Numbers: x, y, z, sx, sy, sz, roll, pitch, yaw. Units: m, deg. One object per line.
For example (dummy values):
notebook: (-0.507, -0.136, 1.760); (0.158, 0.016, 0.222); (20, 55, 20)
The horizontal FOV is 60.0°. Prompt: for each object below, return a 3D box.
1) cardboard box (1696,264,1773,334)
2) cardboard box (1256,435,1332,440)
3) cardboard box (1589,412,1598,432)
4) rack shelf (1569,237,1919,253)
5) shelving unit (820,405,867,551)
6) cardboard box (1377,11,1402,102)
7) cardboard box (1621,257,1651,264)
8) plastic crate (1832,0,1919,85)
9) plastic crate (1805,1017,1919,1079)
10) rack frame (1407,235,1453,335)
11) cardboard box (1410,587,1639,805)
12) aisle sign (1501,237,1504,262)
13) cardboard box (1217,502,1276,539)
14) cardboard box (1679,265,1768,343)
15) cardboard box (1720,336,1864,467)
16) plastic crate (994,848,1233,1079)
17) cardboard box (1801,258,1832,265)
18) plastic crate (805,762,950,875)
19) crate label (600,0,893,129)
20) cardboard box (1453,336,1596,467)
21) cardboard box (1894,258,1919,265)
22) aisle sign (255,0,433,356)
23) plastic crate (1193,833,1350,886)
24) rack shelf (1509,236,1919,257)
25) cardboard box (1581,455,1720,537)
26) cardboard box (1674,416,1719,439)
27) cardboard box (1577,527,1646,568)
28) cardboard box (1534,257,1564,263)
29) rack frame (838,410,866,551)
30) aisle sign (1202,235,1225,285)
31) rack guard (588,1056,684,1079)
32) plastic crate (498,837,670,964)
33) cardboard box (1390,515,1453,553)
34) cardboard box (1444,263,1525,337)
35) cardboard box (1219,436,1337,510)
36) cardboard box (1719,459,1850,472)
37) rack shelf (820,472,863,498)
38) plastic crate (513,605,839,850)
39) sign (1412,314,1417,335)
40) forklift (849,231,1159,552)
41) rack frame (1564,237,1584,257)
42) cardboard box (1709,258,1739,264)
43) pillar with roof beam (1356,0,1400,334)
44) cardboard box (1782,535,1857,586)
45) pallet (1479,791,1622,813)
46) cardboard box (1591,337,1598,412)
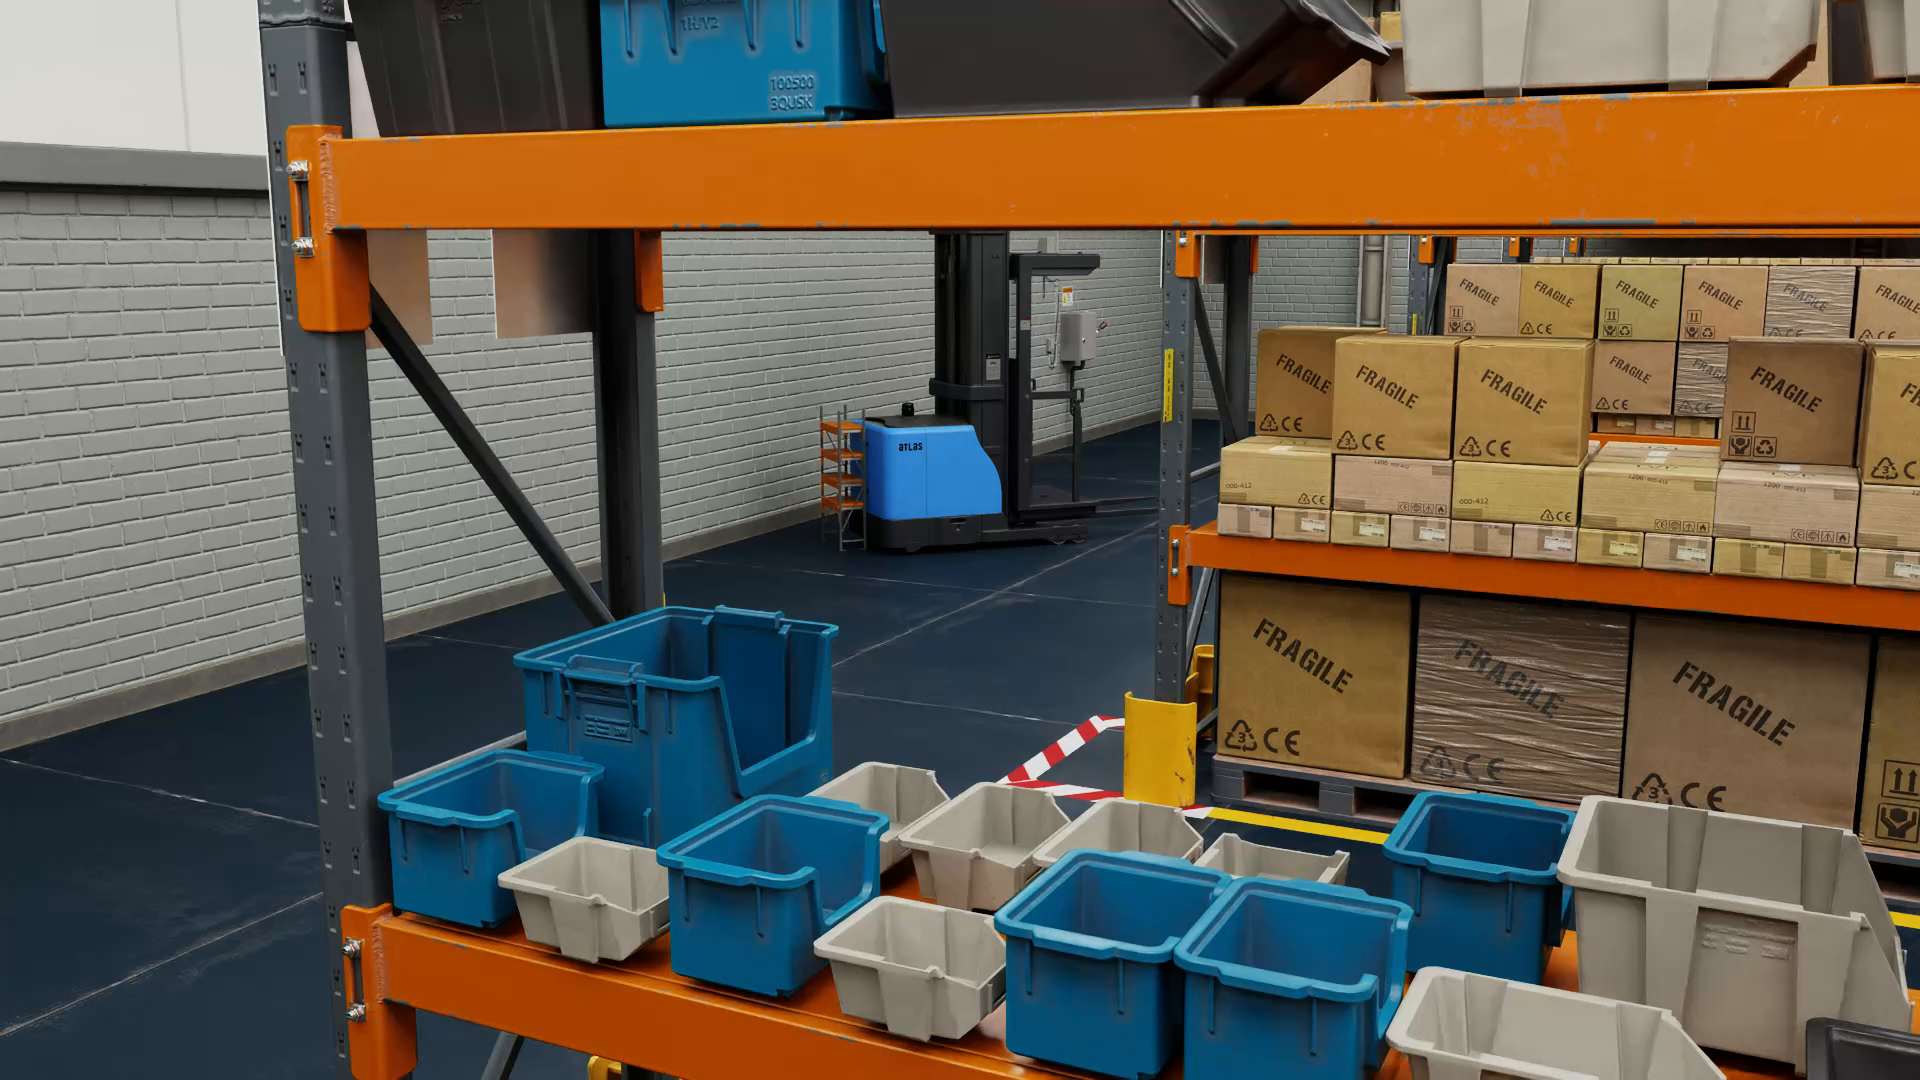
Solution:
cardboard box: (5.398, -1.676, 11.643); (0.500, 0.500, 0.500); (5, 11, 24)
cardboard box: (1.744, -0.398, 8.091); (0.500, 0.250, 0.500); (5, 11, 25)
cardboard box: (4.380, -0.862, 11.776); (0.250, 0.149, 0.380); (6, 12, 28)
rack shelf: (9.564, -3.661, 20.134); (4.000, 0.370, 1.077); (5, 11, 26)
shelving unit: (-1.010, -0.544, 14.367); (0.258, 1.200, 0.503); (-4, 11, -22)
cardboard box: (2.134, -2.006, 7.228); (0.500, 0.500, 0.700); (5, 11, 24)
cardboard box: (6.466, -2.626, 15.907); (0.250, 0.149, 0.380); (5, 11, 24)
plastic crate: (1.279, -0.600, 1.943); (0.466, 0.136, 0.293); (5, 11, 26)
plastic crate: (1.465, 0.846, 2.238); (0.590, 0.125, 0.437); (5, 11, 26)
rack frame: (3.477, -1.105, 12.414); (0.127, 3.000, 1.000); (5, 11, 26)
cardboard box: (2.618, 0.627, 7.629); (0.875, 0.875, 0.875); (5, 11, 26)
aisle sign: (5.384, -3.142, 16.370); (0.004, 0.787, 0.394); (5, 11, 26)
cardboard box: (1.365, -0.117, 7.658); (0.250, 0.149, 0.380); (5, 11, 26)
cardboard box: (5.133, -1.592, 11.181); (0.500, 0.500, 0.500); (5, 11, 24)
cardboard box: (3.556, -0.606, 7.138); (0.500, 0.500, 0.500); (5, 11, 24)
plastic crate: (0.257, 0.699, 2.749); (0.300, 0.233, 0.416); (5, 11, 26)
cardboard box: (7.864, -2.513, 15.282); (0.250, 0.149, 0.380); (5, 11, 25)
plastic crate: (-0.188, 0.606, 3.533); (0.243, 0.136, 0.396); (5, 11, 26)
crate label: (-0.315, -0.809, 2.770); (0.502, 0.251, 0.408); (5, 11, 26)
cardboard box: (2.419, -0.602, 7.116); (0.500, 0.500, 0.500); (5, 11, 24)
cardboard box: (8.559, -2.460, 14.993); (0.250, 0.149, 0.380); (5, 12, 27)
aisle sign: (-1.195, -0.767, 3.248); (0.004, 0.787, 0.394); (5, 11, 26)
plastic crate: (0.600, 0.669, 3.182); (0.250, 0.136, 0.298); (5, 11, 26)
rack shelf: (7.371, -2.868, 15.752); (4.000, 0.370, 1.077); (5, 11, 26)
cardboard box: (2.892, -0.192, 6.956); (0.500, 0.250, 0.500); (5, 11, 25)
cardboard box: (5.044, -0.789, 11.372); (0.250, 0.149, 0.380); (5, 12, 28)
cardboard box: (2.745, 0.004, 6.989); (0.250, 0.149, 0.380); (5, 11, 24)
cardboard box: (5.773, -2.692, 16.272); (0.250, 0.149, 0.380); (5, 12, 27)
rack frame: (-0.917, -0.504, 14.145); (0.240, 1.200, 0.015); (-4, 11, -22)
aisle sign: (1.260, -1.654, 8.146); (0.004, 0.787, 0.394); (5, 11, 26)
rack guard: (-1.027, 1.700, 3.932); (0.348, 0.500, 1.175); (5, 11, 26)
plastic crate: (-0.673, 0.681, 3.118); (0.298, 0.136, 0.250); (5, 11, 26)
cardboard box: (2.059, -0.056, 7.324); (0.250, 0.149, 0.380); (5, 11, 25)
cardboard box: (3.763, -1.715, 11.860); (0.500, 0.500, 0.500); (5, 11, 25)
cardboard box: (1.503, -0.313, 7.621); (0.500, 0.250, 0.500); (5, 11, 24)
cardboard box: (3.563, -0.237, 7.204); (0.500, 0.250, 0.500); (5, 12, 27)
rack shelf: (-1.010, -0.478, 14.379); (0.258, 0.148, 0.480); (-4, 11, -22)
plastic crate: (-0.616, 0.420, 3.721); (0.499, 0.435, 0.616); (5, 11, 26)
sign: (3.238, -1.445, 11.858); (0.005, 0.325, 0.100); (5, 11, 26)
forklift: (0.582, -1.485, 14.705); (3.031, 2.935, 1.130); (-4, 11, -22)
rack frame: (7.770, -2.697, 21.208); (0.127, 3.000, 1.000); (5, 11, 26)
cardboard box: (7.145, -2.563, 15.559); (0.250, 0.149, 0.380); (5, 11, 24)
pillar with roof beam: (3.846, -5.318, 18.844); (0.400, 9.000, 9.100); (5, 11, 26)
cardboard box: (3.438, 0.065, 6.653); (0.250, 0.149, 0.380); (5, 12, 27)
pallet: (3.034, 1.198, 7.518); (1.213, 0.211, 1.003); (5, 11, 26)
cardboard box: (4.249, -1.183, 11.729); (0.500, 0.500, 0.500); (5, 11, 26)
